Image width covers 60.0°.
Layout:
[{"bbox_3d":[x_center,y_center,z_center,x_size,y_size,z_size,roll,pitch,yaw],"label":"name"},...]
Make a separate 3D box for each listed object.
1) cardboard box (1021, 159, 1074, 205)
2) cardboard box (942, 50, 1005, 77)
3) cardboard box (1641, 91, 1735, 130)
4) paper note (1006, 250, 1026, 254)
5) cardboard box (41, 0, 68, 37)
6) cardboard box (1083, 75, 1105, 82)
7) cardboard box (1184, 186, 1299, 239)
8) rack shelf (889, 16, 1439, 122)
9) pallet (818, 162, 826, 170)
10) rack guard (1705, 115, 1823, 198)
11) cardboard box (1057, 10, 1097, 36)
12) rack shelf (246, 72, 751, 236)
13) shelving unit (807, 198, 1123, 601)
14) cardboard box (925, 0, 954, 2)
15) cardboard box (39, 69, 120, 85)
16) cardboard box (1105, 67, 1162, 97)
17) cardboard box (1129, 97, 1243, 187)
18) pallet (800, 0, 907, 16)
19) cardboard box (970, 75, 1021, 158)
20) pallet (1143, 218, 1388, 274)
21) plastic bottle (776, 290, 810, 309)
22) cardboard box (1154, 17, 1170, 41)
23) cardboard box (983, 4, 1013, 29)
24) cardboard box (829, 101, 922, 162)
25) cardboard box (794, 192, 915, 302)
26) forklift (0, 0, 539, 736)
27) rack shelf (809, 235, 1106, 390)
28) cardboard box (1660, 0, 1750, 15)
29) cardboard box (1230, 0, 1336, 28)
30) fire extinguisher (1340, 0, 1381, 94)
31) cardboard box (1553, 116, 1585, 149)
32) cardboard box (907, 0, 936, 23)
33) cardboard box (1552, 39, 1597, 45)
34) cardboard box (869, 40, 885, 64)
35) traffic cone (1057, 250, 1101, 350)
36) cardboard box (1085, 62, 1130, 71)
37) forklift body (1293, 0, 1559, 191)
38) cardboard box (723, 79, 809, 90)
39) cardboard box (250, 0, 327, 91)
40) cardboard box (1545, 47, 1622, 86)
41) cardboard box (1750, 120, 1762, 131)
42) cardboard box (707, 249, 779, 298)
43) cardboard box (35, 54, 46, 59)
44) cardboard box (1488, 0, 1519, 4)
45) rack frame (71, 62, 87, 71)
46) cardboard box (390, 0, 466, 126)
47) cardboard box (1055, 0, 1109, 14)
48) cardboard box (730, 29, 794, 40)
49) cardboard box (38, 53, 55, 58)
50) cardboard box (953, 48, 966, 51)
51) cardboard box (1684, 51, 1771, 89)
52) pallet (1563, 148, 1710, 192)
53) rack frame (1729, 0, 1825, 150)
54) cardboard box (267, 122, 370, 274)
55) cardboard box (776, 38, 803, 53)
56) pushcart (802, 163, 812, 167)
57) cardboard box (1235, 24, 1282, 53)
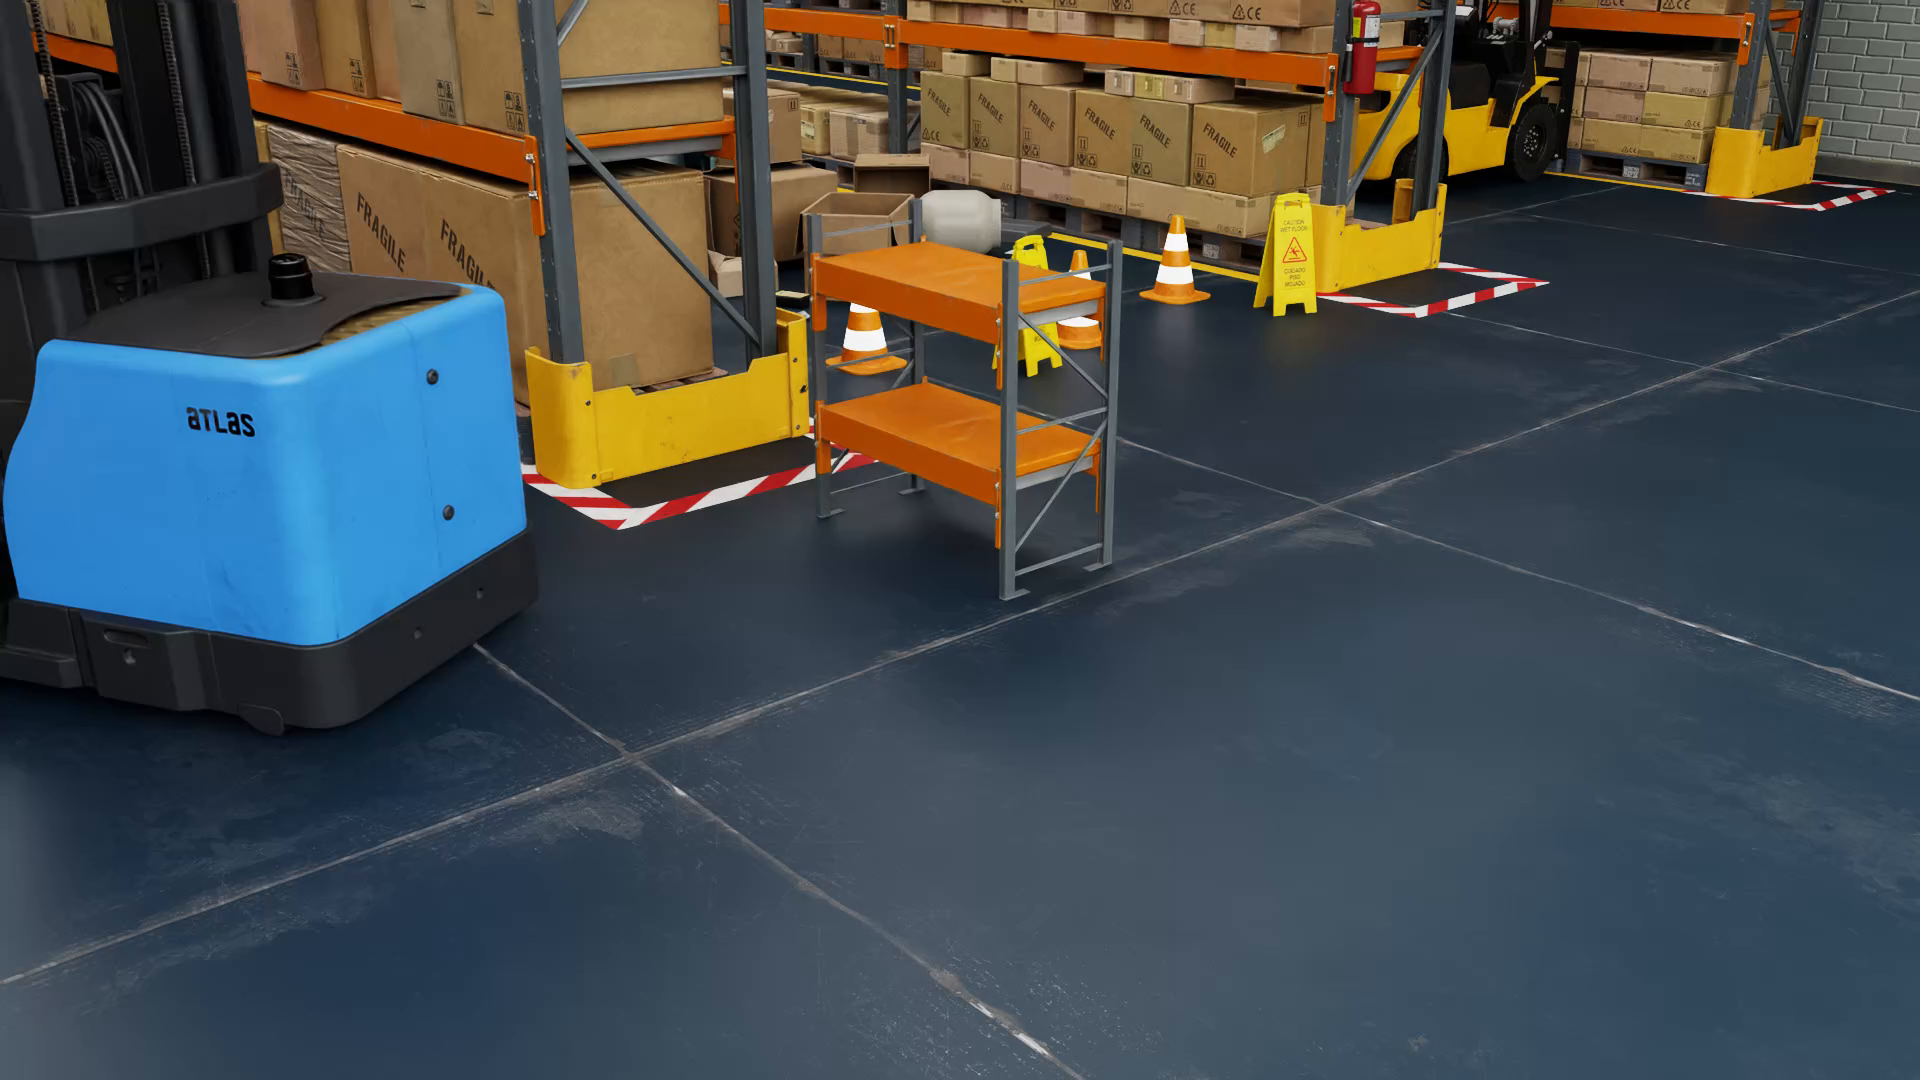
[{"bbox_3d":[0.767,-2.486,11.414,0.500,0.250,0.500,-18,28,-38],"label":"cardboard box"},{"bbox_3d":[0.098,-3.380,11.776,0.380,0.149,0.250,-17,27,-37],"label":"cardboard box"},{"bbox_3d":[5.696,-3.375,12.996,0.500,0.250,0.500,-18,28,-38],"label":"cardboard box"},{"bbox_3d":[0.385,-1.859,10.689,0.148,0.019,0.142,12,24,27],"label":"paper note"},{"bbox_3d":[-5.662,-3.567,10.841,0.500,0.500,0.500,-17,27,-37],"label":"cardboard box"},{"bbox_3d":[1.138,-2.973,11.628,0.500,0.500,0.500,-16,26,-35],"label":"cardboard box"},{"bbox_3d":[1.745,-2.065,10.338,0.500,0.250,0.500,-18,27,-38],"label":"cardboard box"},{"bbox_3d":[1.187,-3.202,11.032,1.077,0.370,4.000,-17,27,-37],"label":"rack shelf"},{"bbox_3d":[-1.429,-3.343,14.229,1.003,0.211,1.213,-17,27,-37],"label":"pallet"},{"bbox_3d":[6.266,-2.996,12.948,1.175,0.500,0.348,-17,27,-37],"label":"rack guard"},{"bbox_3d":[0.857,-3.390,10.871,0.380,0.149,0.250,-18,27,-38],"label":"cardboard box"},{"bbox_3d":[-2.497,-1.995,7.952,1.077,0.370,4.000,-17,27,-37],"label":"rack shelf"},{"bbox_3d":[-0.004,-0.526,5.784,0.538,1.125,1.048,-17,27,-37],"label":"shelving unit"},{"bbox_3d":[-0.043,-4.086,11.759,0.500,0.500,0.500,-18,27,-38],"label":"cardboard box"},{"bbox_3d":[-6.085,-2.946,11.902,1.050,0.750,0.750,-18,28,-38],"label":"cardboard box"},{"bbox_3d":[1.149,-2.939,10.650,0.380,0.149,0.250,-16,27,-35],"label":"cardboard box"},{"bbox_3d":[1.428,-2.551,10.551,0.500,0.500,0.500,-16,27,-36],"label":"cardboard box"},{"bbox_3d":[-0.507,-4.246,12.974,1.003,0.211,1.213,-17,27,-37],"label":"pallet"},{"bbox_3d":[0.420,-2.981,11.649,0.500,0.500,0.500,-16,27,-35],"label":"cardboard box"},{"bbox_3d":[1.939,-1.939,10.646,1.003,0.211,1.213,-17,27,-37],"label":"pallet"},{"bbox_3d":[-0.979,-1.359,9.371,0.283,0.061,0.133,12,24,27],"label":"plastic bottle"},{"bbox_3d":[1.434,-3.207,10.404,0.380,0.149,0.250,-17,27,-37],"label":"cardboard box"},{"bbox_3d":[0.380,-3.609,11.429,0.380,0.149,0.250,-16,27,-36],"label":"cardboard box"},{"bbox_3d":[-0.463,-3.205,13.082,0.950,0.372,0.625,-17,27,-37],"label":"cardboard box"},{"bbox_3d":[-0.572,-1.704,9.645,0.637,0.503,0.797,3,22,9],"label":"cardboard box"},{"bbox_3d":[-2.922,-1.141,4.878,3.031,2.935,1.130,7,23,18],"label":"forklift"},{"bbox_3d":[-0.004,-0.798,5.677,0.538,0.278,1.000,-17,27,-37],"label":"rack shelf"},{"bbox_3d":[5.730,-4.287,12.679,0.500,0.500,0.500,-18,28,-39],"label":"cardboard box"},{"bbox_3d":[1.929,-3.253,9.633,0.500,0.500,0.500,-18,28,-38],"label":"cardboard box"},{"bbox_3d":[2.218,-2.807,9.143,0.296,0.674,0.183,-17,27,-37],"label":"fire extinguisher"},{"bbox_3d":[5.067,-3.417,13.788,0.500,0.250,0.500,-17,27,-37],"label":"cardboard box"},{"bbox_3d":[-0.156,-3.809,11.940,0.380,0.149,0.250,-18,27,-38],"label":"cardboard box"},{"bbox_3d":[5.103,-4.146,14.281,0.500,0.250,0.500,-18,28,-38],"label":"cardboard box"},{"bbox_3d":[-0.760,-6.043,20.151,0.500,0.500,0.500,-18,28,-39],"label":"cardboard box"},{"bbox_3d":[0.615,-1.256,8.557,0.336,0.463,0.334,-17,27,-37],"label":"traffic cone"},{"bbox_3d":[1.857,-5.113,17.604,0.875,0.625,0.625,-16,27,-36],"label":"cardboard box"},{"bbox_3d":[3.630,-3.861,12.893,2.313,2.155,1.214,-17,27,-37],"label":"forklift body"},{"bbox_3d":[-1.881,-3.806,14.615,0.950,0.372,0.625,-18,28,-38],"label":"cardboard box"},{"bbox_3d":[-2.914,-2.530,8.124,0.875,0.550,0.550,-17,27,-37],"label":"cardboard box"},{"bbox_3d":[5.039,-3.877,13.594,0.500,0.250,0.500,-17,27,-37],"label":"cardboard box"},{"bbox_3d":[6.078,-3.264,13.399,0.500,0.250,0.500,-17,27,-37],"label":"cardboard box"},{"bbox_3d":[-1.286,-1.573,9.637,0.396,0.266,0.258,-12,25,-28],"label":"cardboard box"},{"bbox_3d":[-7.397,-3.632,12.968,0.500,0.250,0.500,-17,27,-37],"label":"cardboard box"},{"bbox_3d":[4.727,-4.710,13.759,0.500,0.500,0.500,-17,27,-37],"label":"cardboard box"},{"bbox_3d":[-6.414,-3.988,12.053,1.000,3.000,0.127,-17,27,-37],"label":"rack frame"},{"bbox_3d":[-1.844,-2.086,6.991,0.875,0.550,0.550,-17,27,-37],"label":"cardboard box"},{"bbox_3d":[0.965,-3.676,10.713,0.500,0.500,0.500,-17,27,-37],"label":"cardboard box"},{"bbox_3d":[-2.660,-6.895,22.327,0.700,0.500,0.500,-19,28,-39],"label":"cardboard box"},{"bbox_3d":[-7.012,-3.757,13.287,0.500,0.250,0.500,-18,28,-38],"label":"cardboard box"},{"bbox_3d":[0.270,-5.615,19.059,0.500,0.500,0.500,-18,28,-38],"label":"cardboard box"},{"bbox_3d":[6.080,-3.725,13.206,0.500,0.250,0.500,-18,28,-38],"label":"cardboard box"},{"bbox_3d":[5.719,-3.070,13.532,1.003,0.211,1.213,-17,27,-37],"label":"pallet"},{"bbox_3d":[6.250,-4.167,12.509,1.000,3.000,0.127,-17,27,-37],"label":"rack frame"},{"bbox_3d":[-2.854,-1.651,8.423,0.875,0.875,0.875,-17,27,-37],"label":"cardboard box"},{"bbox_3d":[-2.169,-6.434,21.632,0.380,0.149,0.250,-18,28,-39],"label":"cardboard box"},{"bbox_3d":[-1.813,-2.312,11.368,0.936,0.377,1.648,12,24,27],"label":"pushcart"},{"bbox_3d":[1.837,-2.963,9.781,0.380,0.149,0.250,-18,28,-38],"label":"cardboard box"}]
